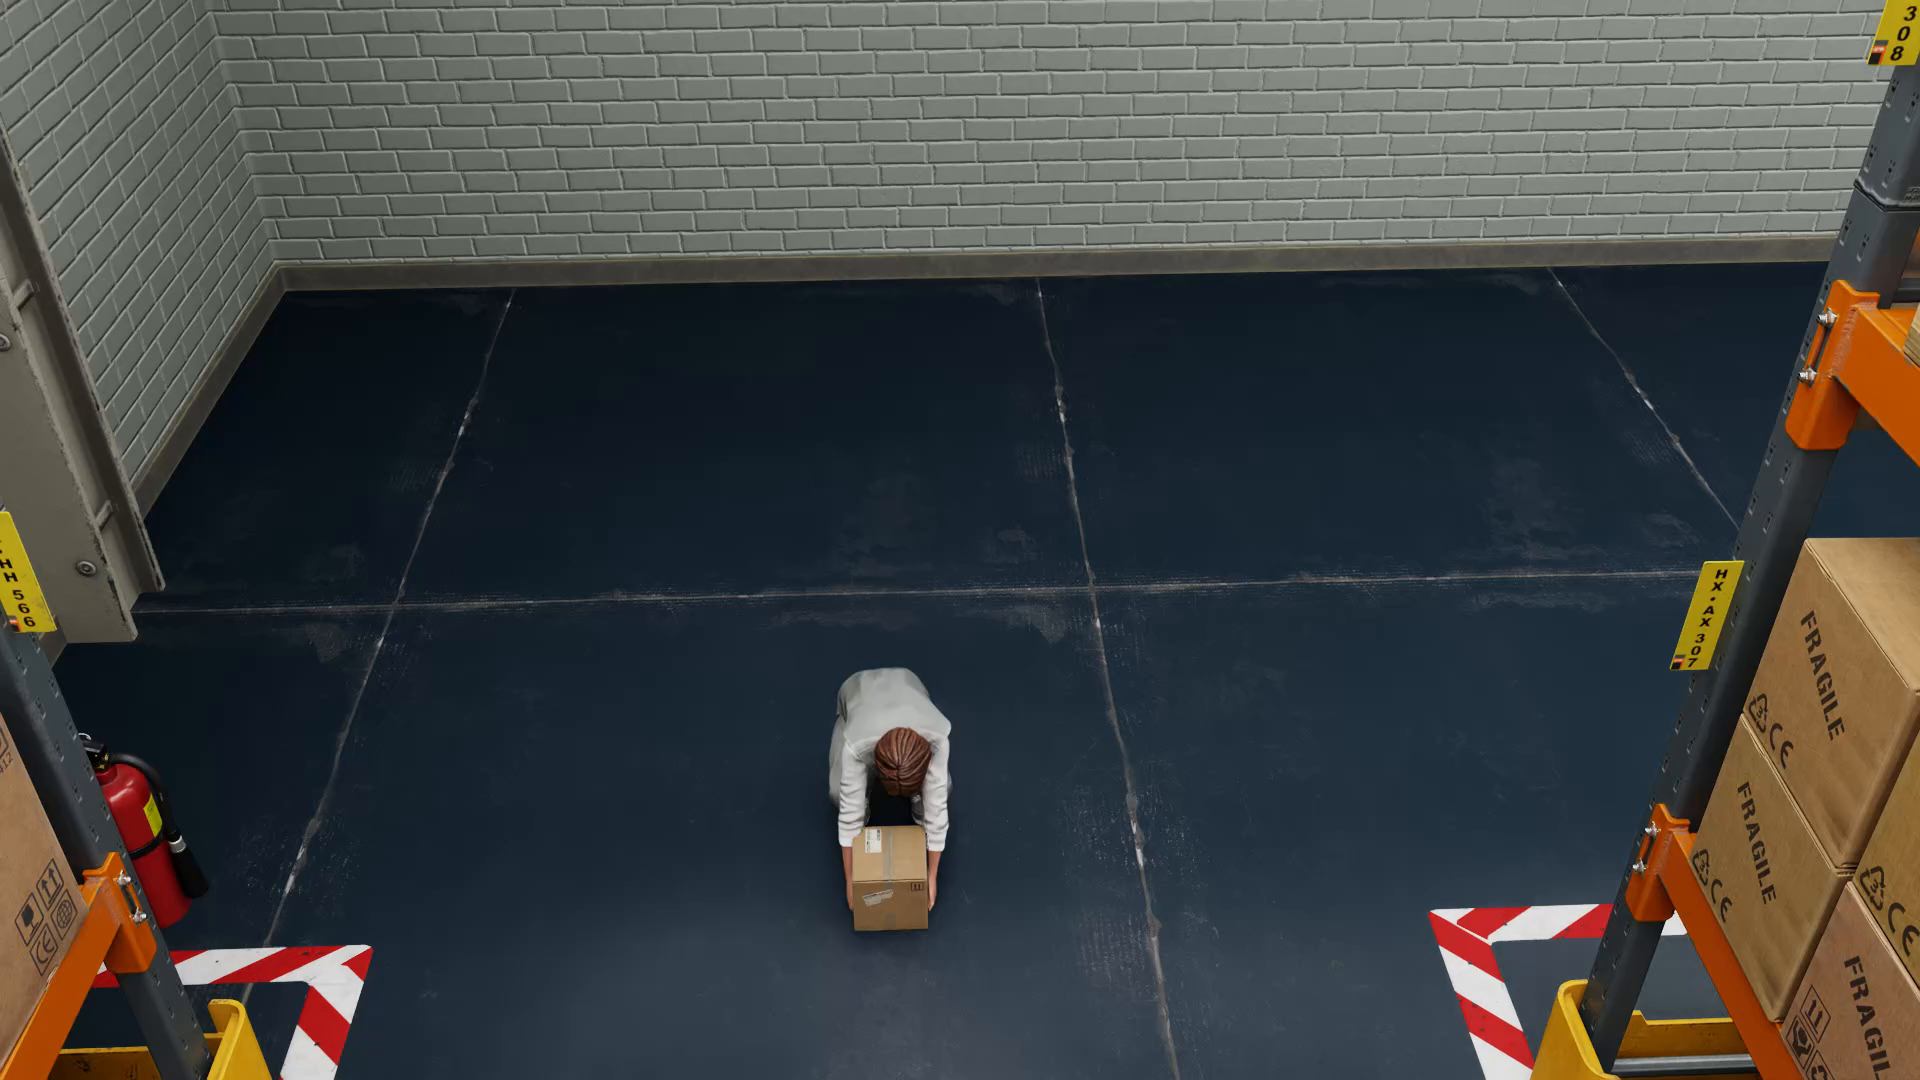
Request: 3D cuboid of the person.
[{"bbox_3d":[-0.245,0.779,5.842,0.436,0.760,0.814,-2,36,-2],"label":"person"}]
